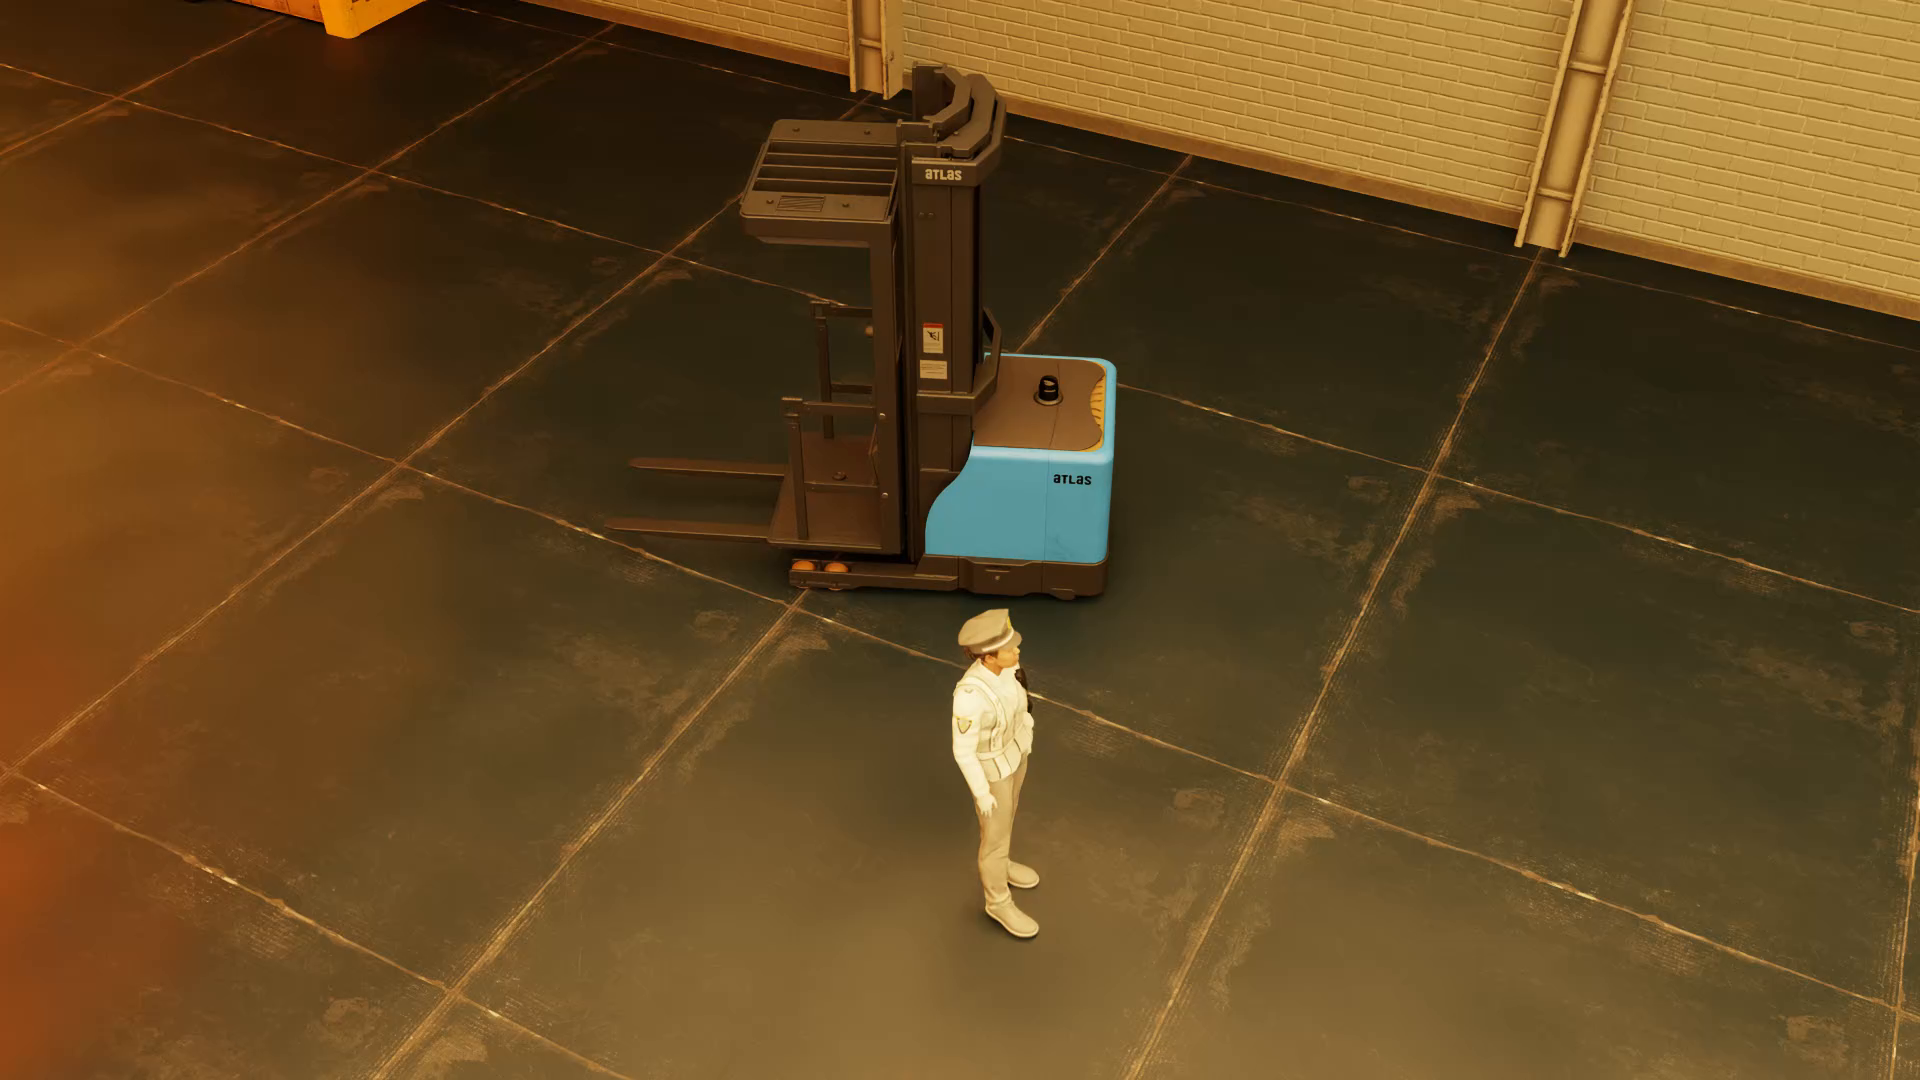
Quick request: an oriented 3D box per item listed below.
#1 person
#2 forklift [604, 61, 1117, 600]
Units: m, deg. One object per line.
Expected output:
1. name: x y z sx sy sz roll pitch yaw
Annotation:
1. person: 0.230 1.038 7.702 0.531 1.694 0.588 17 43 19
2. forklift: -0.606 -1.157 9.360 3.031 2.935 1.130 3 40 4
